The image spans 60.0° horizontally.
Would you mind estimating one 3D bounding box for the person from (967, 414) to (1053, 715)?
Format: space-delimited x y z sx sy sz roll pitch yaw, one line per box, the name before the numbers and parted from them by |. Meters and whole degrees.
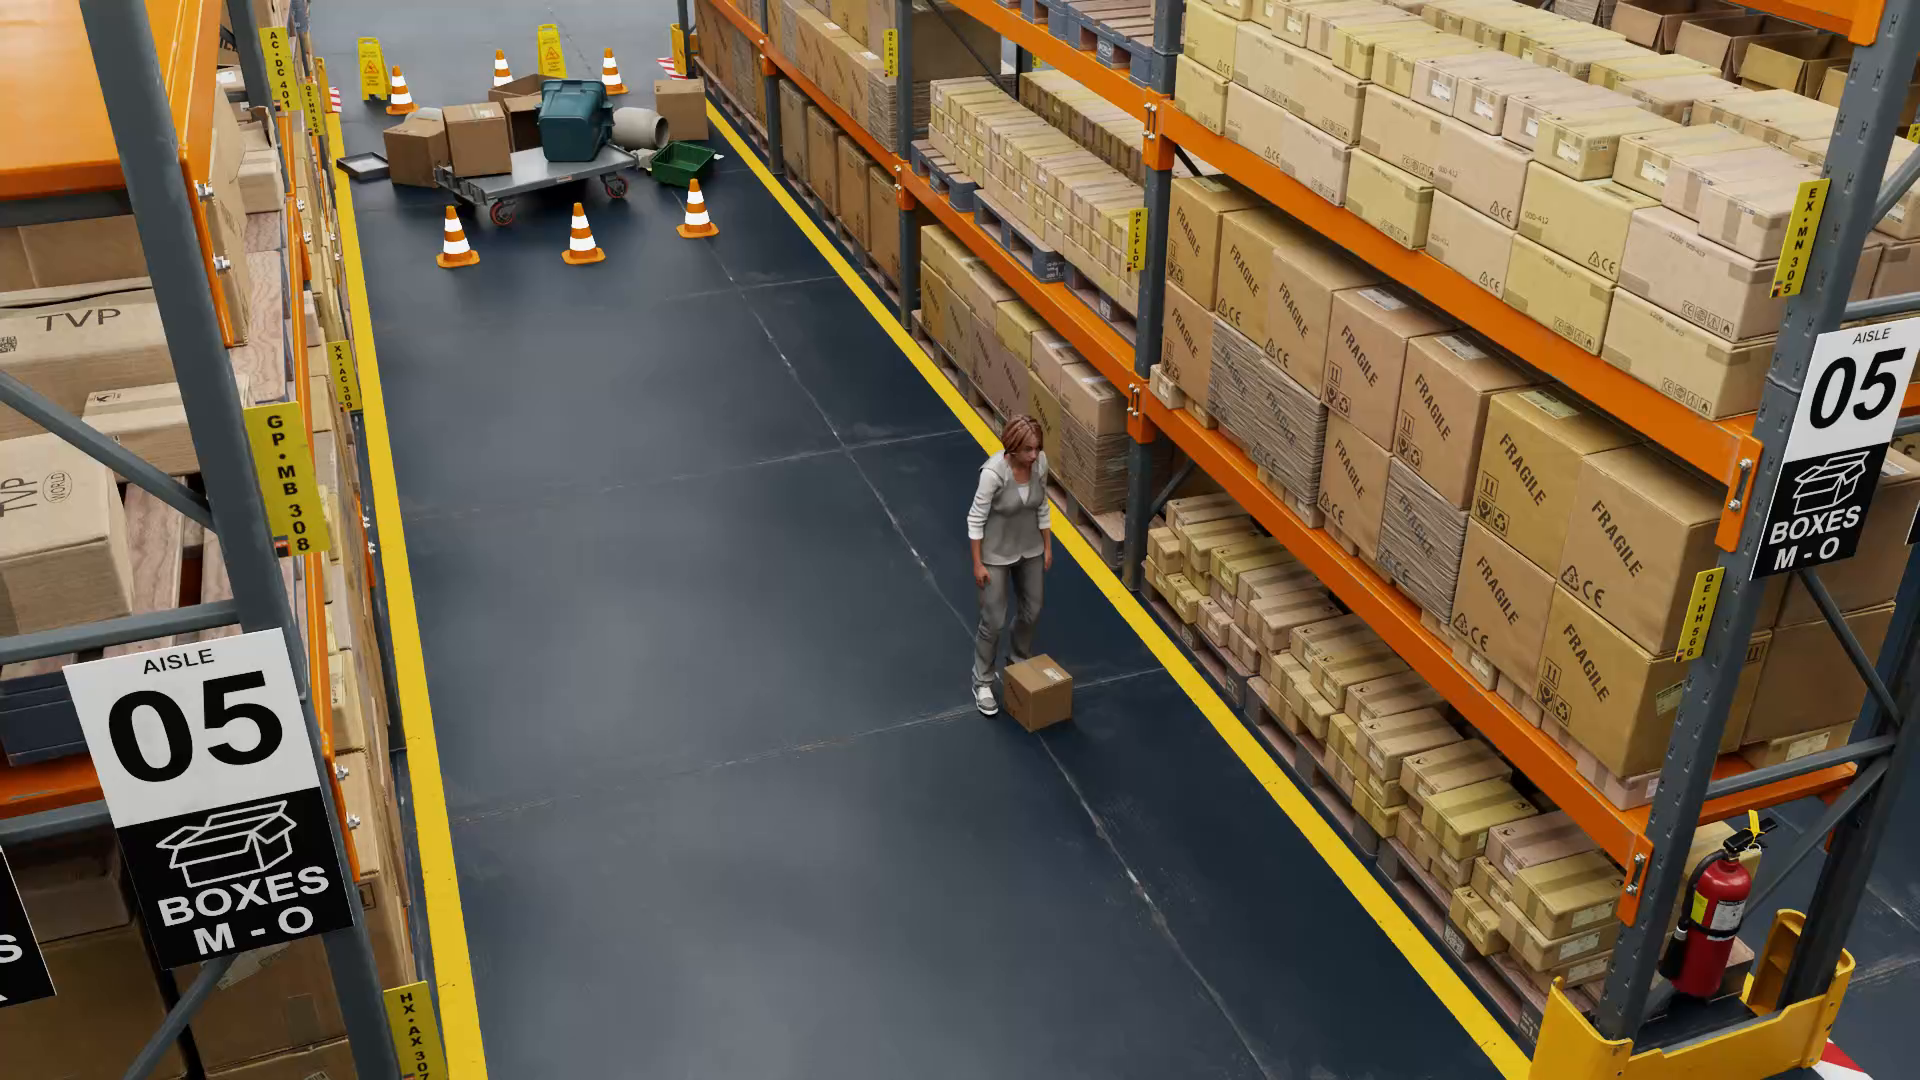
person | 0.253 0.093 8.196 0.461 1.581 0.345 -16 34 -26
